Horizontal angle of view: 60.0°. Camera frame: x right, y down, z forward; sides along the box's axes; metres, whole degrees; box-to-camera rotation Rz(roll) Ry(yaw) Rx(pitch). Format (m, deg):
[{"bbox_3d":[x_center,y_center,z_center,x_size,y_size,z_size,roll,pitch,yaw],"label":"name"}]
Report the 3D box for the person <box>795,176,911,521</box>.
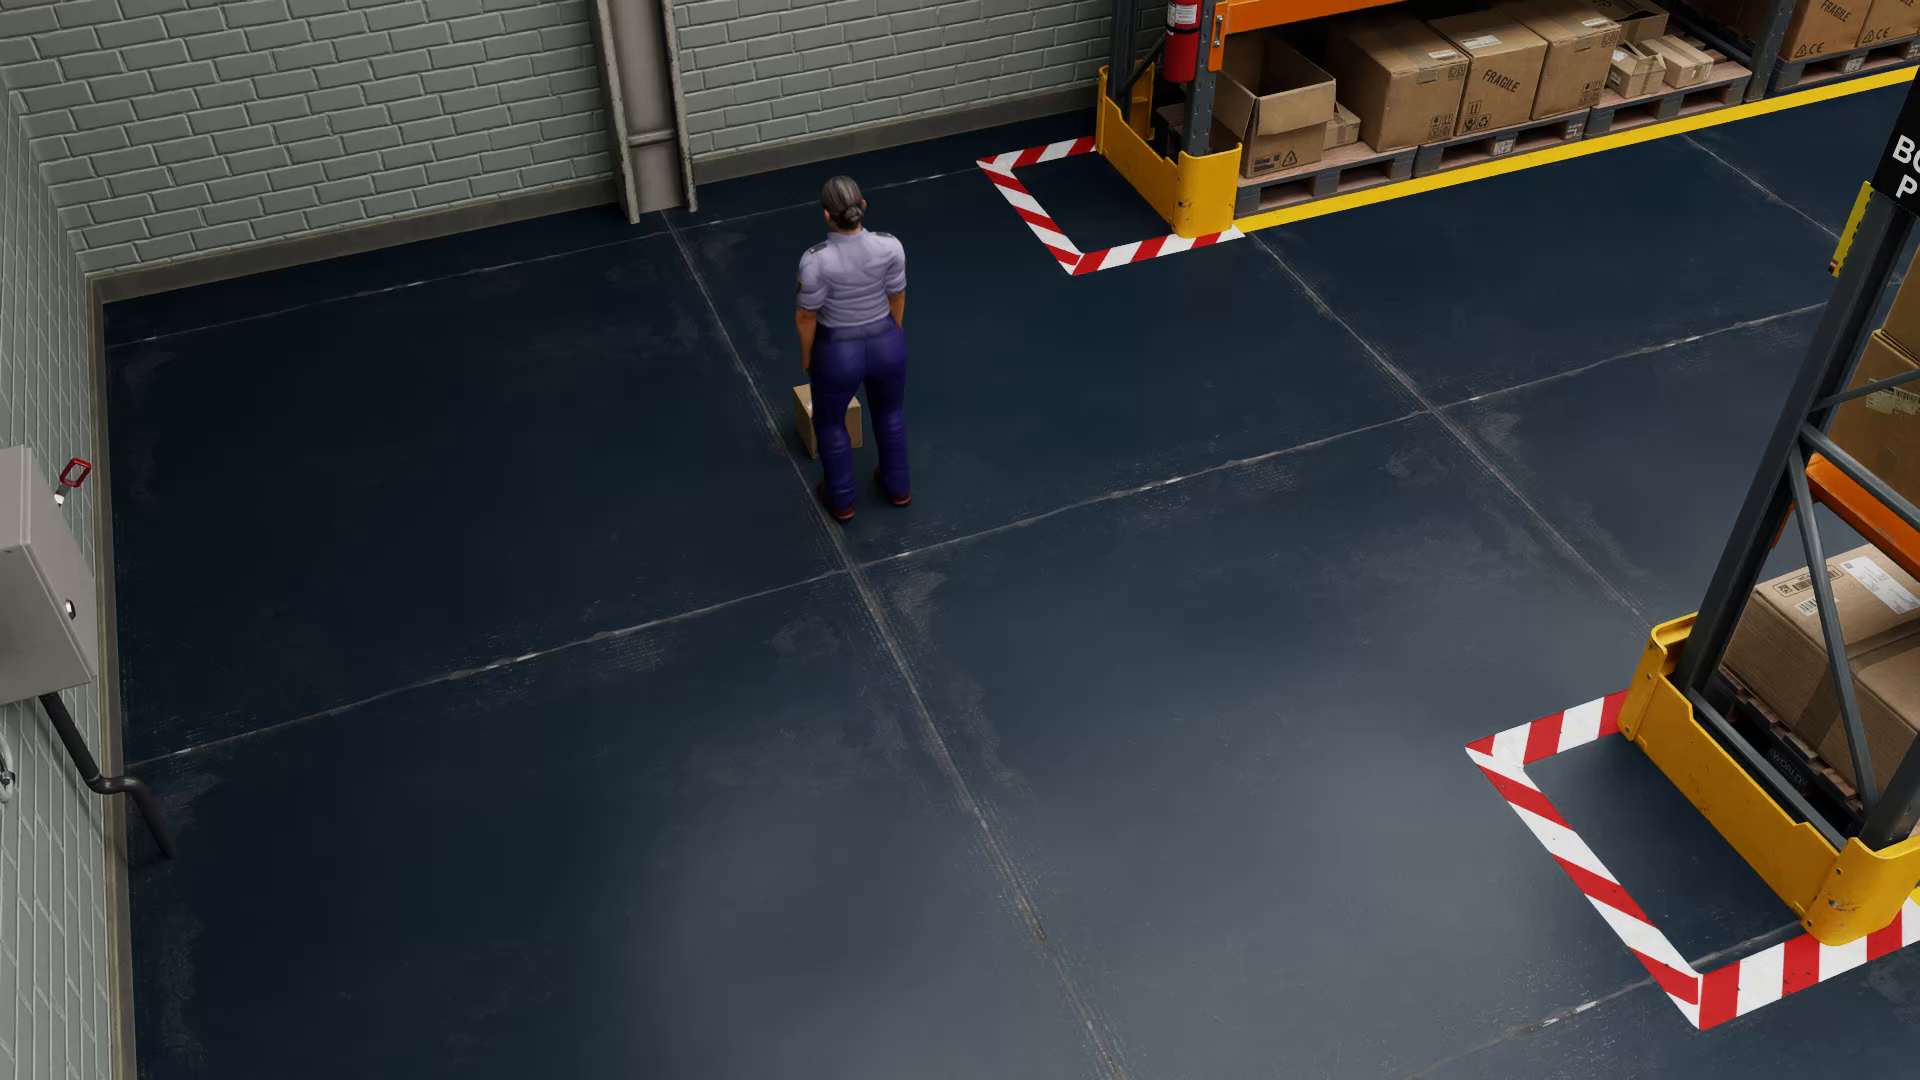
[{"bbox_3d":[-0.458,-0.793,7.063,0.474,1.640,0.339,-15,44,-16],"label":"person"}]
